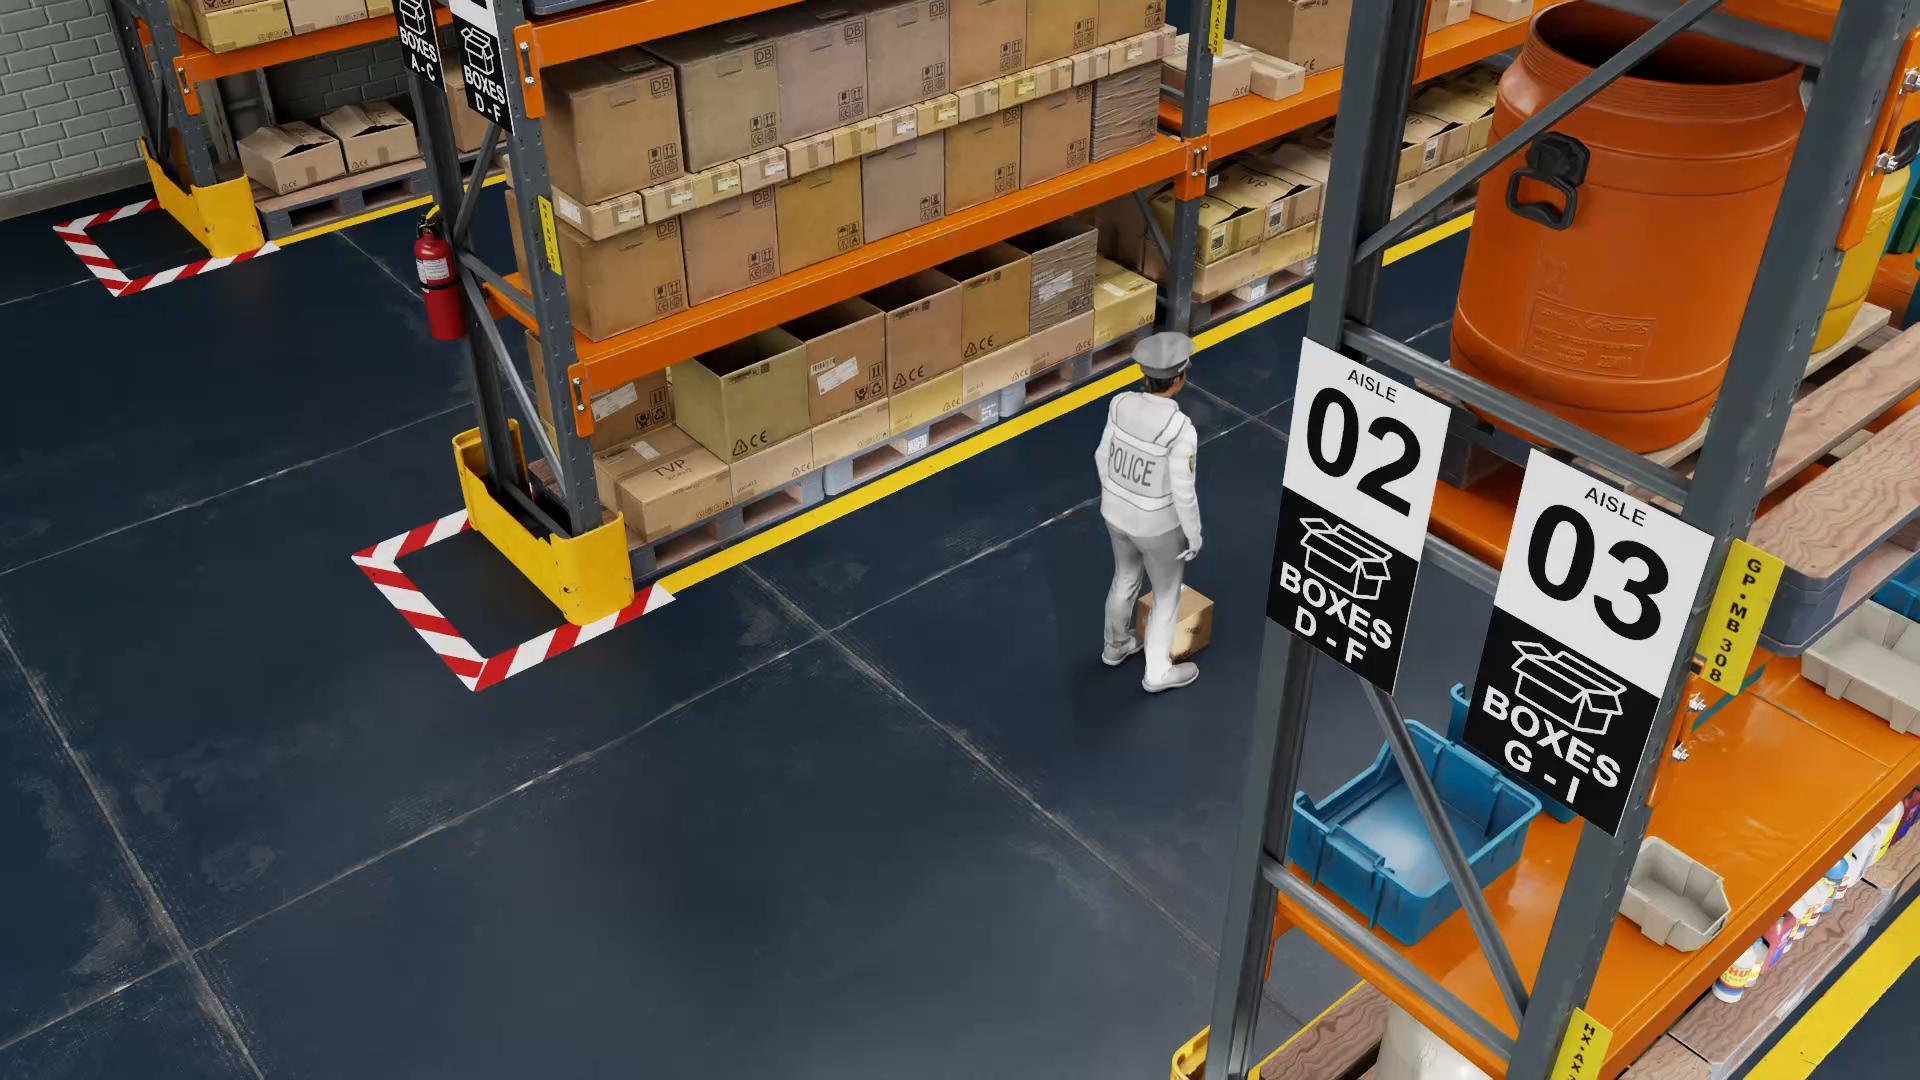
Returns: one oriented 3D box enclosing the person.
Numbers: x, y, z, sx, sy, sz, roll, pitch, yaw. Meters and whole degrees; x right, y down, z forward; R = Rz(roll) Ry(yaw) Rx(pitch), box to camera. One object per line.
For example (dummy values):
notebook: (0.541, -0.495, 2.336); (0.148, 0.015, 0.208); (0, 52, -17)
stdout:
person: (0.814, -0.101, 7.209); (0.369, 1.667, 0.546); (-29, 45, -33)
